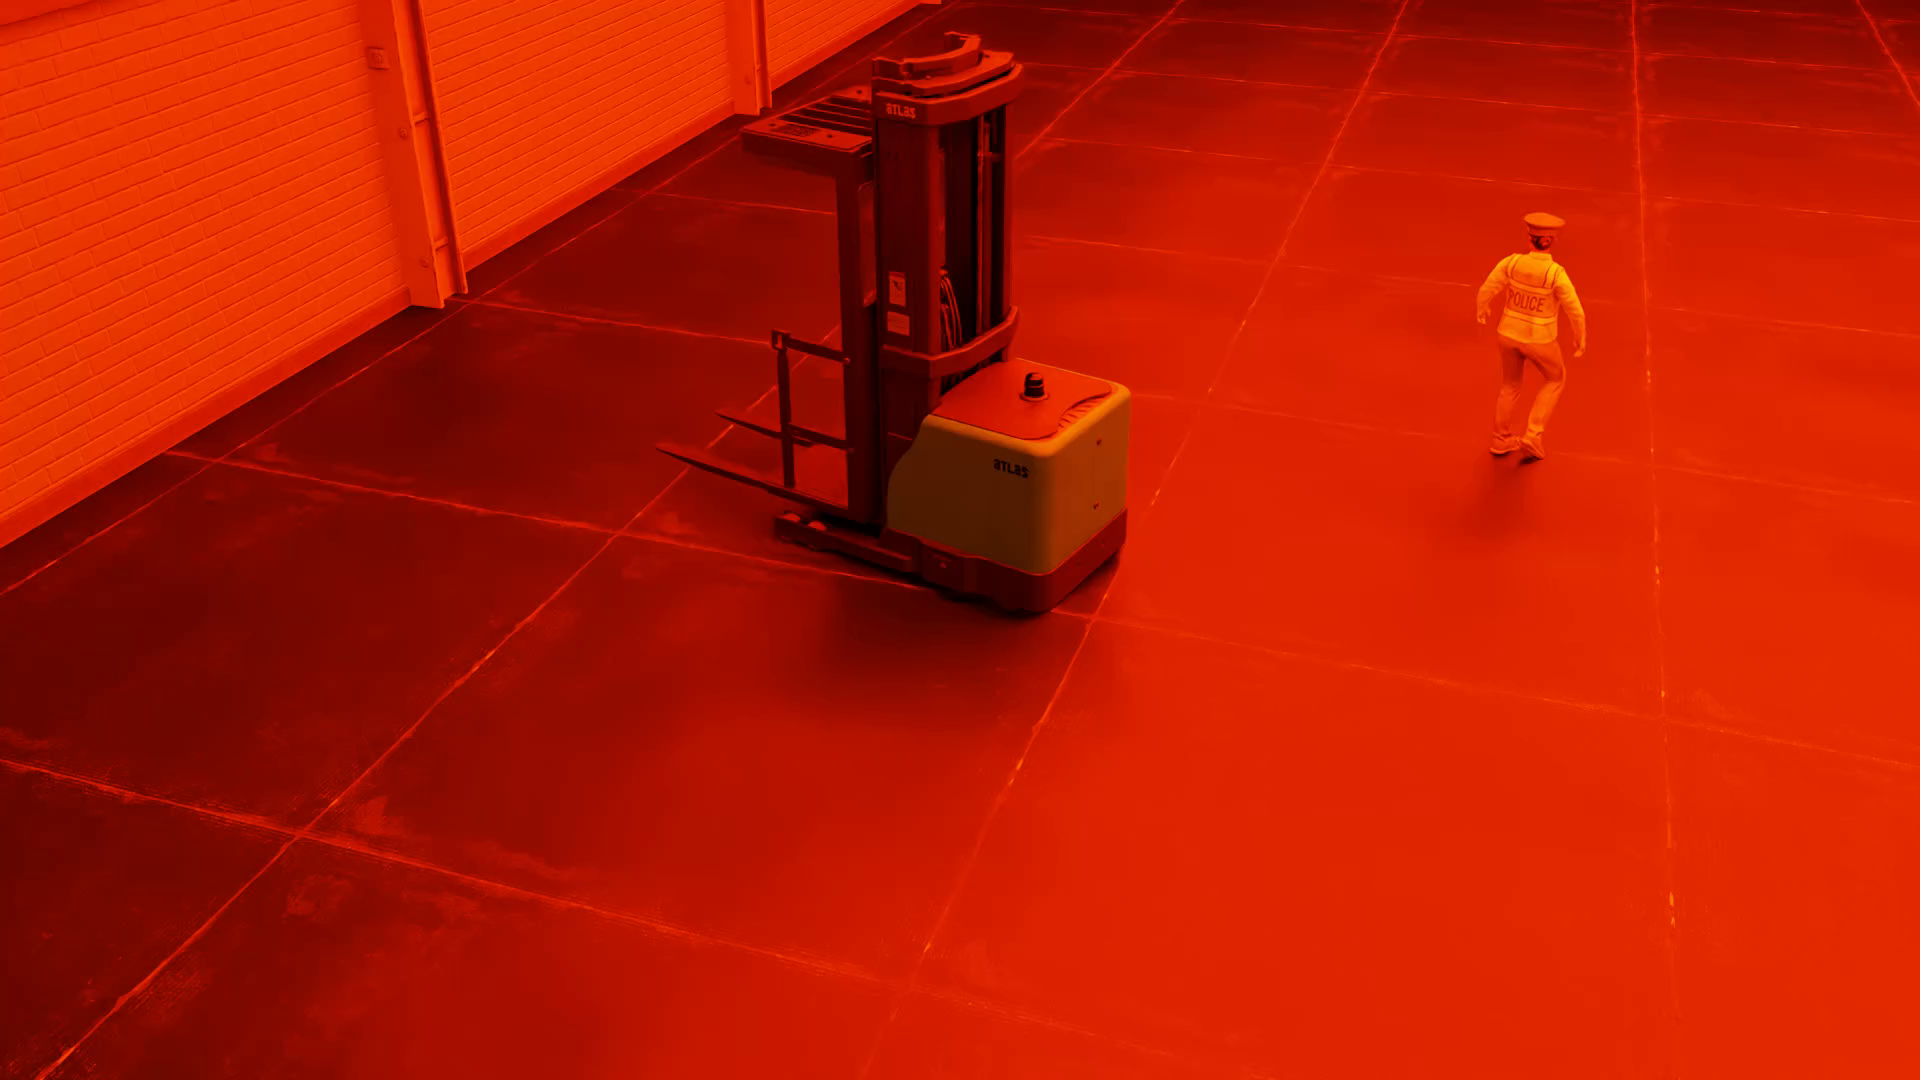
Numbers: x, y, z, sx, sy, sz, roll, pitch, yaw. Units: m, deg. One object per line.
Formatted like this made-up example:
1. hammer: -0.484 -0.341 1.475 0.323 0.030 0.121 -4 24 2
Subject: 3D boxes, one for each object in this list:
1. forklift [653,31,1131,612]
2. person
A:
1. forklift: -0.526 -1.417 9.622 3.031 2.935 1.130 18 34 28
2. person: 3.660 -1.315 10.771 0.439 1.659 0.751 -26 39 -37
